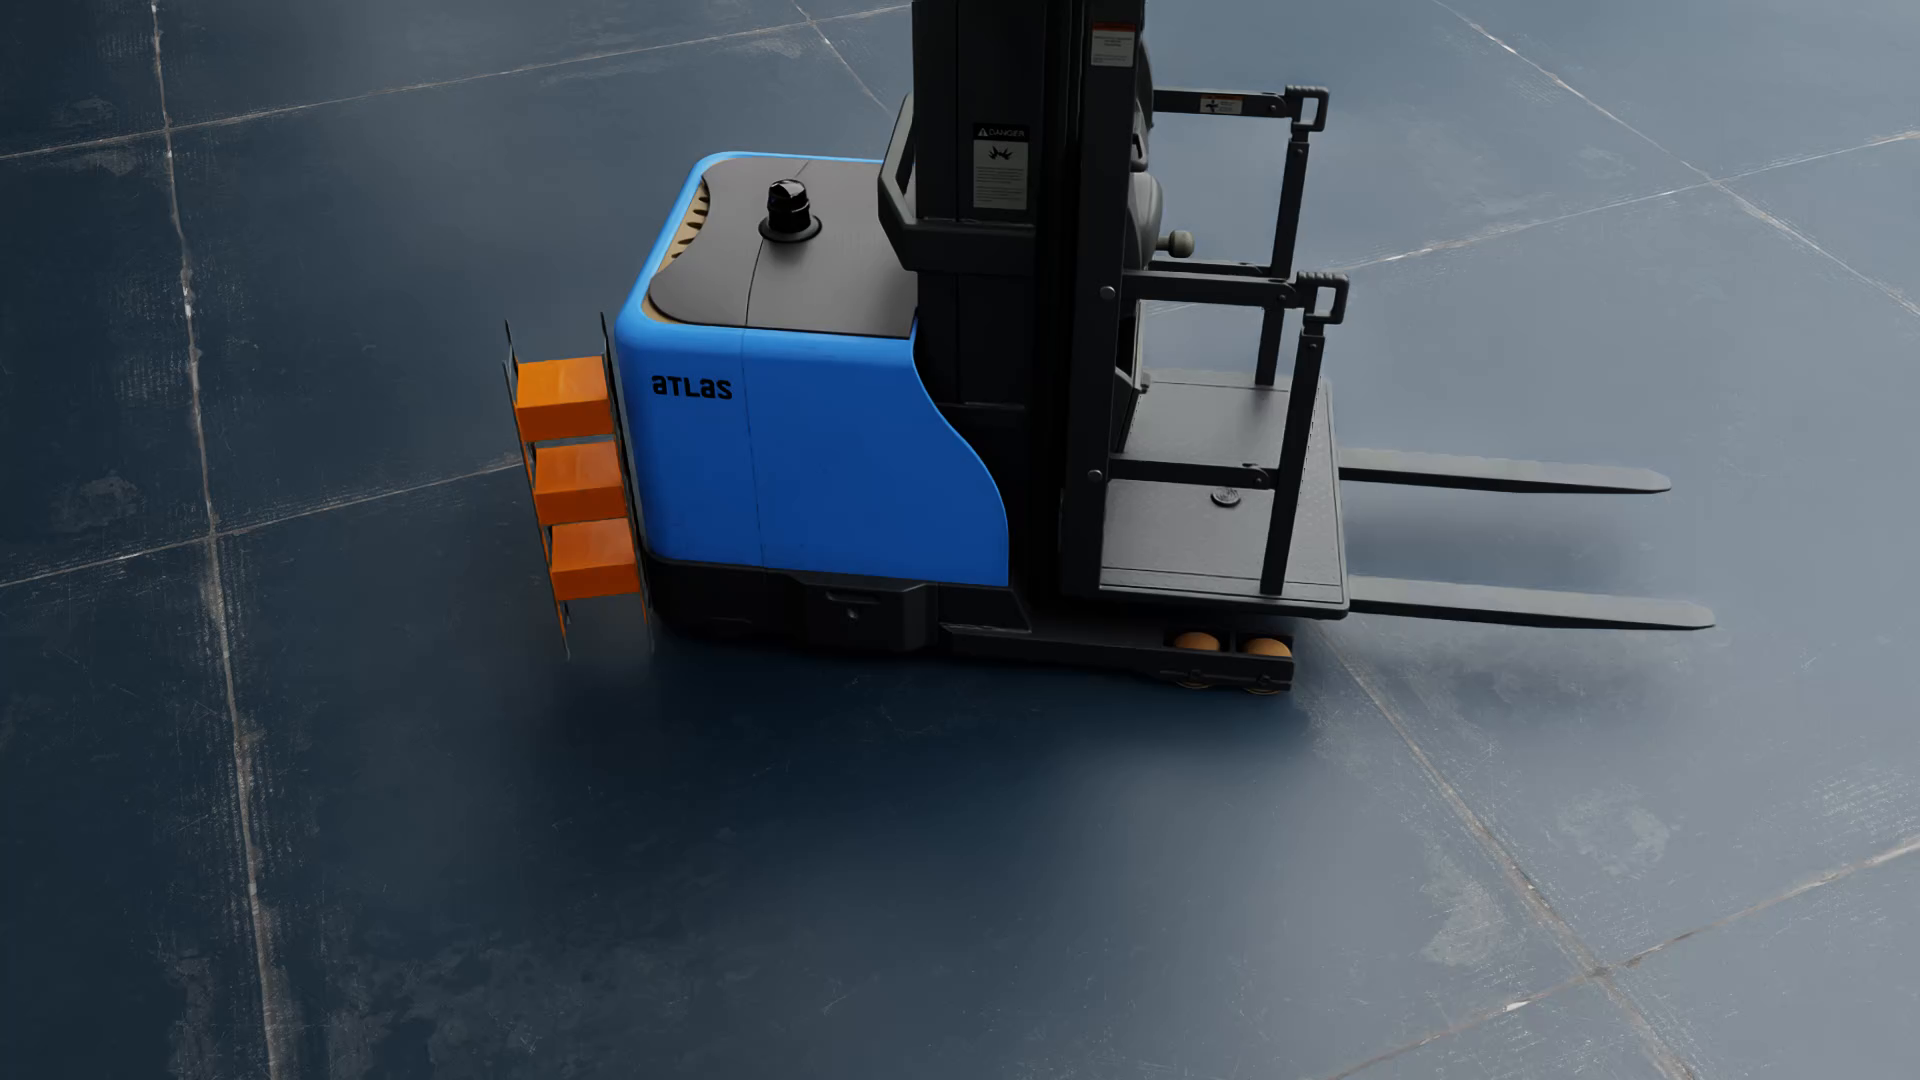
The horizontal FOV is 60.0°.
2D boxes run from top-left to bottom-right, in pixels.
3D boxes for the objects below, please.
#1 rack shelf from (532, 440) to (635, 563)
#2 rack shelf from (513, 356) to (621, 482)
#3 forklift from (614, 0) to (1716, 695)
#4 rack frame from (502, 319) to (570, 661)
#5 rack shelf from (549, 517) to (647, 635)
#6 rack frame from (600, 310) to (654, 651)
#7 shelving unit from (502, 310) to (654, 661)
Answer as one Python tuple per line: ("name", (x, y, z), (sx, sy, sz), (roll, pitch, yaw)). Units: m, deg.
("rack shelf", (-1.038, -0.115, 4.595), (0.240, 0.259, 0.215), (-6, 41, -7))
("rack shelf", (-1.038, -0.330, 4.410), (0.240, 0.259, 0.215), (-6, 41, -7))
("forklift", (0.644, -1.039, 4.211), (3.031, 2.935, 1.130), (5, 41, 5))
("rack frame", (-1.158, -0.109, 4.572), (0.008, 1.050, 0.200), (-6, 41, -7))
("rack shelf", (-1.038, 0.096, 4.776), (0.240, 0.259, 0.215), (-6, 41, -7))
("rack frame", (-0.917, -0.136, 4.603), (0.008, 1.050, 0.200), (-6, 41, -7))
("shelving unit", (-1.038, -0.123, 4.588), (0.252, 1.050, 0.215), (-6, 41, -7))
